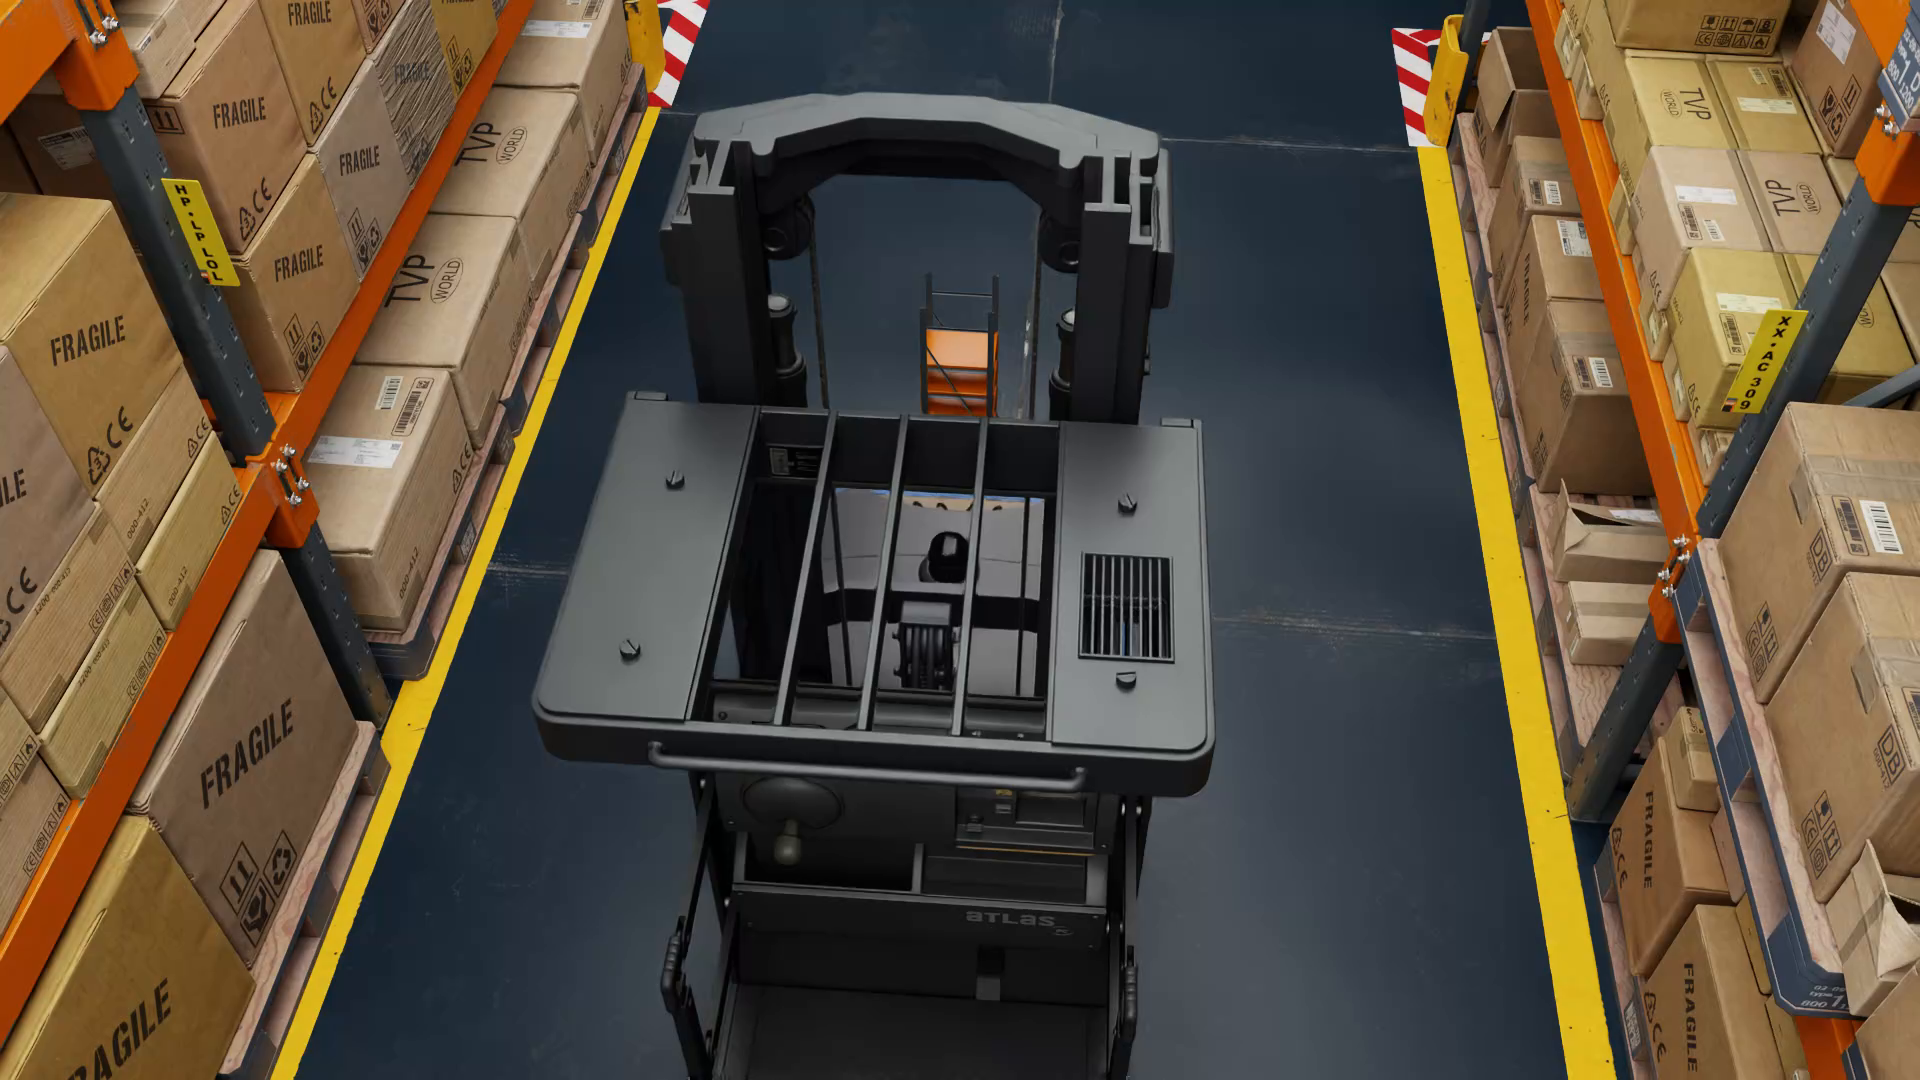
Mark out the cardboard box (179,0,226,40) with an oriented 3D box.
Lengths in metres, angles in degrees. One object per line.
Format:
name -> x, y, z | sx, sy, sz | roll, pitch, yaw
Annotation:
cardboard box -> -2.161, -1.431, 4.341 | 0.380, 0.149, 0.250 | 5, 48, 4

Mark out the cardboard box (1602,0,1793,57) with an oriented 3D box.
cardboard box -> 2.406, -1.931, 5.375 | 0.500, 0.500, 0.500 | 5, 48, 5

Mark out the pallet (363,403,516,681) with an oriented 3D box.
pallet -> -2.308, -0.049, 6.152 | 1.003, 0.211, 1.213 | 4, 48, 4

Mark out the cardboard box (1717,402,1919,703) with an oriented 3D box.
cardboard box -> 2.221, 0.059, 3.811 | 0.700, 0.500, 0.500 | 5, 48, 5

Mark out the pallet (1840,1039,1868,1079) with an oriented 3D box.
pallet -> 2.296, 1.469, 3.004 | 1.003, 0.211, 1.213 | 4, 48, 4

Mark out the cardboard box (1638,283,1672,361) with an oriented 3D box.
cardboard box -> 2.267, -0.658, 4.989 | 0.380, 0.149, 0.250 | 5, 48, 5

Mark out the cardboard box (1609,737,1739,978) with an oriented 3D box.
cardboard box -> 2.220, 0.936, 4.770 | 0.500, 0.500, 0.500 | 6, 48, 5

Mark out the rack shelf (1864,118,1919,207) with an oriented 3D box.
rack shelf -> 2.306, 0.594, 2.129 | 1.077, 0.370, 4.000 | 4, 48, 4

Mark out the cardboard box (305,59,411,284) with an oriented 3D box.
cardboard box -> -2.102, -1.167, 5.217 | 0.500, 0.500, 0.500 | 4, 48, 4

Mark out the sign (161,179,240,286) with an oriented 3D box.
sign -> -1.914, -0.772, 4.192 | 0.100, 0.325, 0.005 | 4, 48, 4

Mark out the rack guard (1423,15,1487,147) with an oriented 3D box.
rack guard -> 2.845, -2.146, 7.874 | 1.175, 0.500, 0.348 | 4, 48, 4

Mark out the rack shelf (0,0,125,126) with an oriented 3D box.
rack shelf -> -2.638, 0.263, 2.431 | 1.077, 0.370, 4.000 | 4, 48, 4

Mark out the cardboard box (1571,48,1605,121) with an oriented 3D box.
cardboard box -> 2.379, -1.599, 5.850 | 0.380, 0.149, 0.250 | 5, 48, 4

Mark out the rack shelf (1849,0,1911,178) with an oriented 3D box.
rack shelf -> 2.670, -2.345, 4.817 | 1.077, 0.370, 4.000 | 4, 48, 4

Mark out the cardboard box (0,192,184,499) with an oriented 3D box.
cardboard box -> -2.246, -0.463, 3.895 | 0.500, 0.500, 0.500 | 5, 48, 5

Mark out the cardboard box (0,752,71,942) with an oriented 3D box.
cardboard box -> -2.358, 0.704, 3.675 | 0.500, 0.250, 0.500 | 3, 48, 2

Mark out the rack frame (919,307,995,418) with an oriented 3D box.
rack frame -> -0.010, -0.327, 5.736 | 0.240, 1.200, 0.006 | 4, 48, 4

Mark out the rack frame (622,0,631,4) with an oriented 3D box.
rack frame -> -2.091, -3.376, 7.305 | 1.000, 3.000, 0.127 | 4, 48, 4

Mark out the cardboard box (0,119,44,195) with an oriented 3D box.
cardboard box -> -2.687, -1.174, 4.545 | 0.500, 0.500, 0.500 | 4, 48, 3

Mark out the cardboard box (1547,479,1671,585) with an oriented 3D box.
cardboard box -> 2.279, -0.016, 5.800 | 0.396, 0.266, 0.258 | 5, 48, 5

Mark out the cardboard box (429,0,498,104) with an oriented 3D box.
cardboard box -> -2.003, -1.911, 5.897 | 0.500, 0.500, 0.500 | 5, 48, 5

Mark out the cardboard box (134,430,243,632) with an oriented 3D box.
cardboard box -> -2.245, -0.040, 4.355 | 0.500, 0.250, 0.500 | 3, 48, 3

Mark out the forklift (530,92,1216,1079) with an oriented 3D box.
forklift -> -0.112, 0.665, 3.655 | 1.130, 2.935, 3.031 | 3, 48, 3

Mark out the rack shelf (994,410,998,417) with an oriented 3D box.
rack shelf -> -0.001, -0.364, 5.830 | 0.258, 0.103, 0.180 | 4, 48, 4

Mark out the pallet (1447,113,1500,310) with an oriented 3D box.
pallet -> 2.774, -1.462, 7.445 | 1.003, 0.211, 1.213 | 4, 48, 4

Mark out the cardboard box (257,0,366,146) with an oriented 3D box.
cardboard box -> -2.119, -1.513, 4.855 | 0.500, 0.500, 0.500 | 3, 48, 3

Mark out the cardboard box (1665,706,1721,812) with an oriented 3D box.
cardboard box -> 2.190, 0.623, 4.617 | 0.380, 0.149, 0.250 | 6, 48, 5

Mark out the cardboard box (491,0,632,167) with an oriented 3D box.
cardboard box -> -2.052, -2.162, 7.646 | 0.875, 0.438, 0.875 | 2, 48, 2

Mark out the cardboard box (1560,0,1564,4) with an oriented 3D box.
cardboard box -> 2.499, -2.170, 6.372 | 0.380, 0.149, 0.250 | 5, 48, 5

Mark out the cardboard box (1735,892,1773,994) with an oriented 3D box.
cardboard box -> 2.230, 1.021, 4.253 | 0.380, 0.149, 0.250 | 2, 48, 2

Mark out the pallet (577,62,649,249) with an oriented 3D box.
pallet -> -2.086, -1.842, 7.792 | 1.003, 0.211, 1.213 | 4, 48, 4

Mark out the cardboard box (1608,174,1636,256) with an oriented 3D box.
cardboard box -> 2.313, -1.038, 5.337 | 0.380, 0.149, 0.250 | 3, 48, 3

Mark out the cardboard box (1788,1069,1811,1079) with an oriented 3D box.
cardboard box -> 2.159, 1.404, 3.903 | 0.380, 0.149, 0.250 | 4, 48, 3

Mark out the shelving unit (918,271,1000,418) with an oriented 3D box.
shelving unit -> -0.001, -0.394, 5.798 | 0.258, 1.200, 0.189 | 4, 48, 4

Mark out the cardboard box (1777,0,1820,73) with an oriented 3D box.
cardboard box -> 2.929, -1.613, 5.592 | 0.500, 0.250, 0.500 | 4, 48, 3

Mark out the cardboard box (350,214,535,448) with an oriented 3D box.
cardboard box -> -2.210, -0.826, 6.425 | 0.875, 0.438, 0.875 | 3, 48, 2

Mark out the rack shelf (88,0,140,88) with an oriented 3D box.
rack shelf -> -2.273, -2.676, 5.120 | 1.077, 0.370, 4.000 | 4, 48, 4

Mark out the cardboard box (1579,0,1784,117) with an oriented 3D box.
cardboard box -> 2.429, -1.659, 5.635 | 0.500, 0.250, 0.500 | 3, 48, 3

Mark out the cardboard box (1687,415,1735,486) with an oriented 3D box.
cardboard box -> 2.265, -0.272, 4.637 | 0.380, 0.149, 0.250 | 4, 48, 4

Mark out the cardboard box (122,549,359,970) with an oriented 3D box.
cardboard box -> -2.432, 0.599, 4.824 | 0.875, 0.875, 0.875 | 5, 48, 5

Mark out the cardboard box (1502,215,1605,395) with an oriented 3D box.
cardboard box -> 2.438, -0.893, 6.443 | 0.500, 0.500, 0.500 | 5, 48, 4

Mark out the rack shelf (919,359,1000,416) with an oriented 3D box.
rack shelf -> -0.001, -0.526, 5.653 | 0.258, 0.103, 0.180 | 4, 48, 4

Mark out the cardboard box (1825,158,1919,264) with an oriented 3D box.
cardboard box -> 2.841, -0.870, 4.913 | 0.500, 0.250, 0.500 | 3, 48, 3

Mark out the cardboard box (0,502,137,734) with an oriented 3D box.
cardboard box -> -2.292, 0.153, 3.840 | 0.500, 0.250, 0.500 | 5, 48, 4

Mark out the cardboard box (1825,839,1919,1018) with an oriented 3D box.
cardboard box -> 1.979, 0.793, 3.299 | 0.396, 0.266, 0.258 | 6, 48, 5

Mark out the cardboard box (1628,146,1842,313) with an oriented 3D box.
cardboard box -> 2.322, -0.916, 4.955 | 0.500, 0.250, 0.500 | 4, 48, 4

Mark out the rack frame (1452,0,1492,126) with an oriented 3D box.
rack frame -> 2.852, -3.045, 7.003 | 1.000, 3.000, 0.127 | 4, 48, 4

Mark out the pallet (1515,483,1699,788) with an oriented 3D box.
pallet -> 2.551, 0.331, 5.805 | 1.003, 0.211, 1.213 | 4, 48, 4

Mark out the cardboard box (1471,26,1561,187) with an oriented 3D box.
cardboard box -> 2.702, -1.901, 7.363 | 0.797, 0.503, 0.637 | 2, 48, 2

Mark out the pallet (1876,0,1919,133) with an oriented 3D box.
pallet -> 2.359, -0.580, 2.843 | 1.213, 0.211, 1.003 | 4, 48, 4
